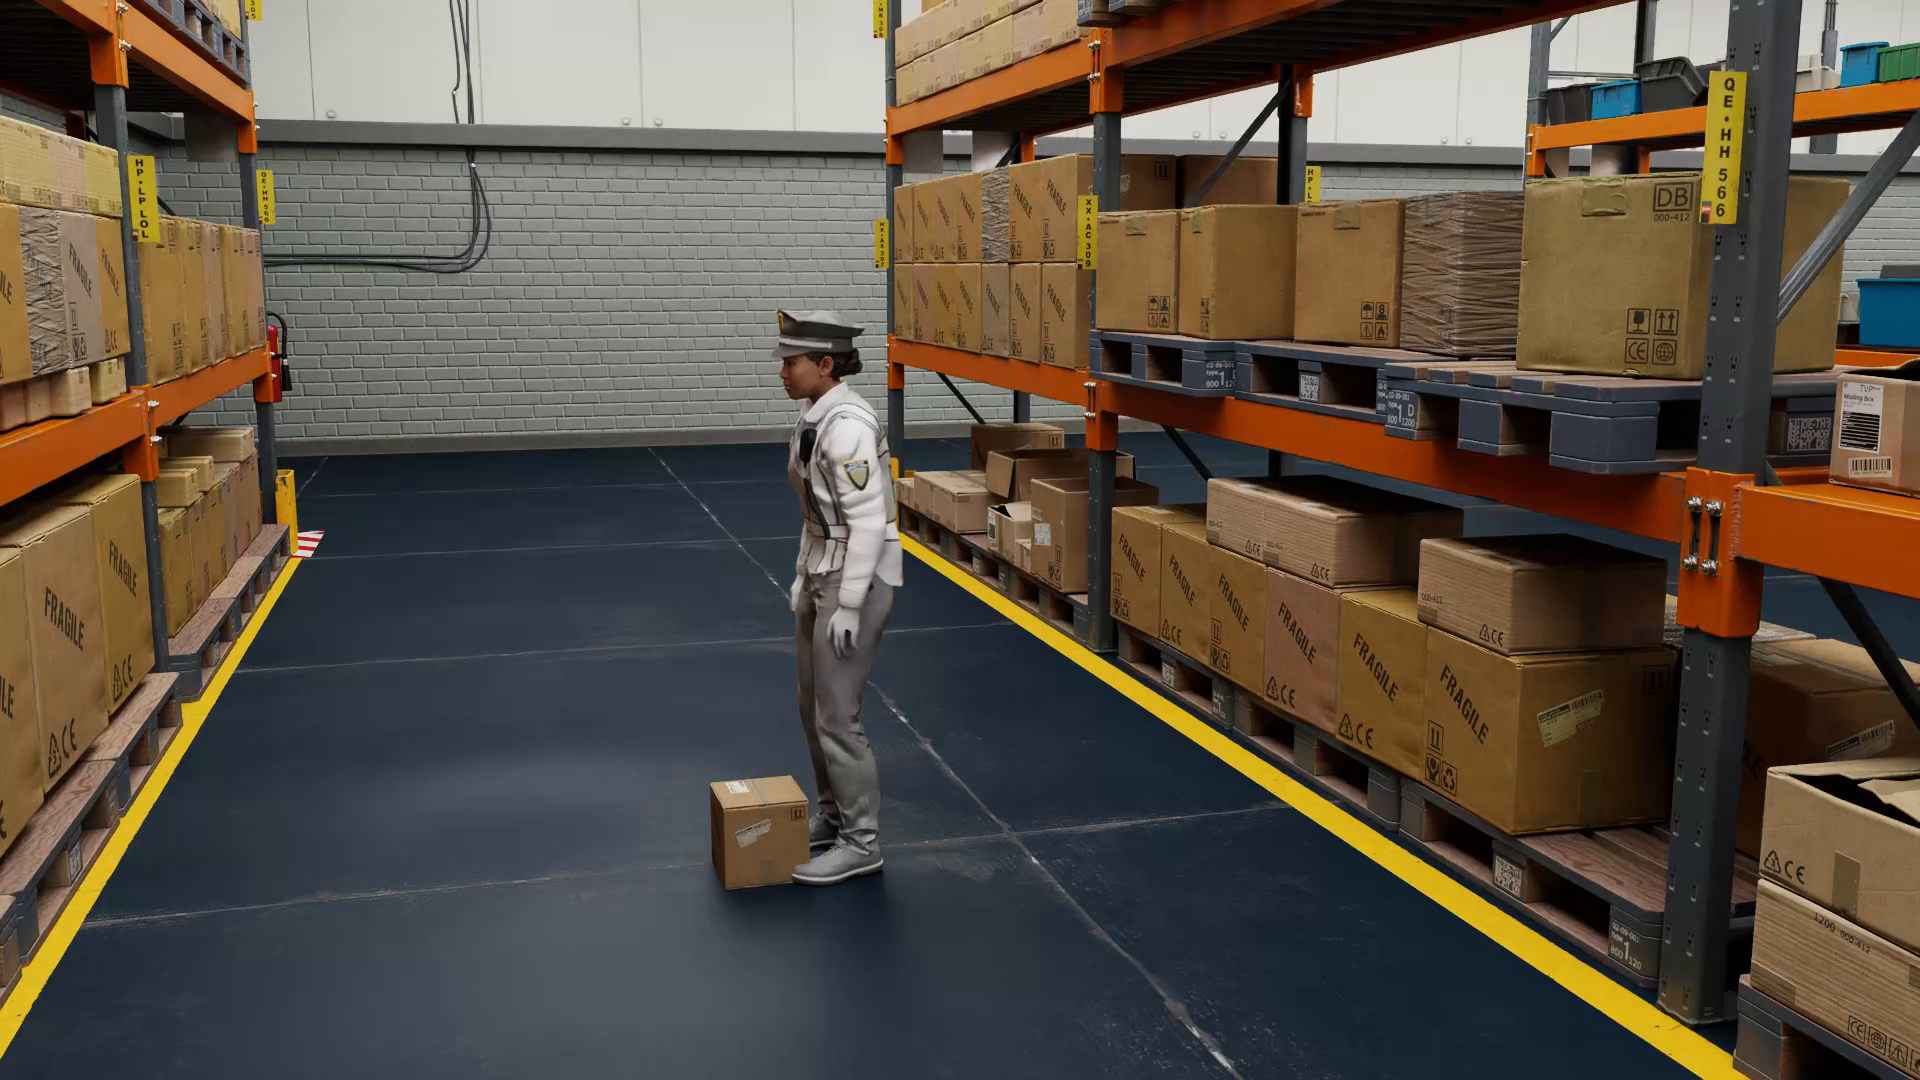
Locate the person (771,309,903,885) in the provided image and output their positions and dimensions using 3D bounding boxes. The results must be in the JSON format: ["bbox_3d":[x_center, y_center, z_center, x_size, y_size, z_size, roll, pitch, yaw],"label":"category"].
[{"bbox_3d":[-0.366,0.158,4.897,0.370,1.667,0.547,-3,10,-19],"label":"person"}]
